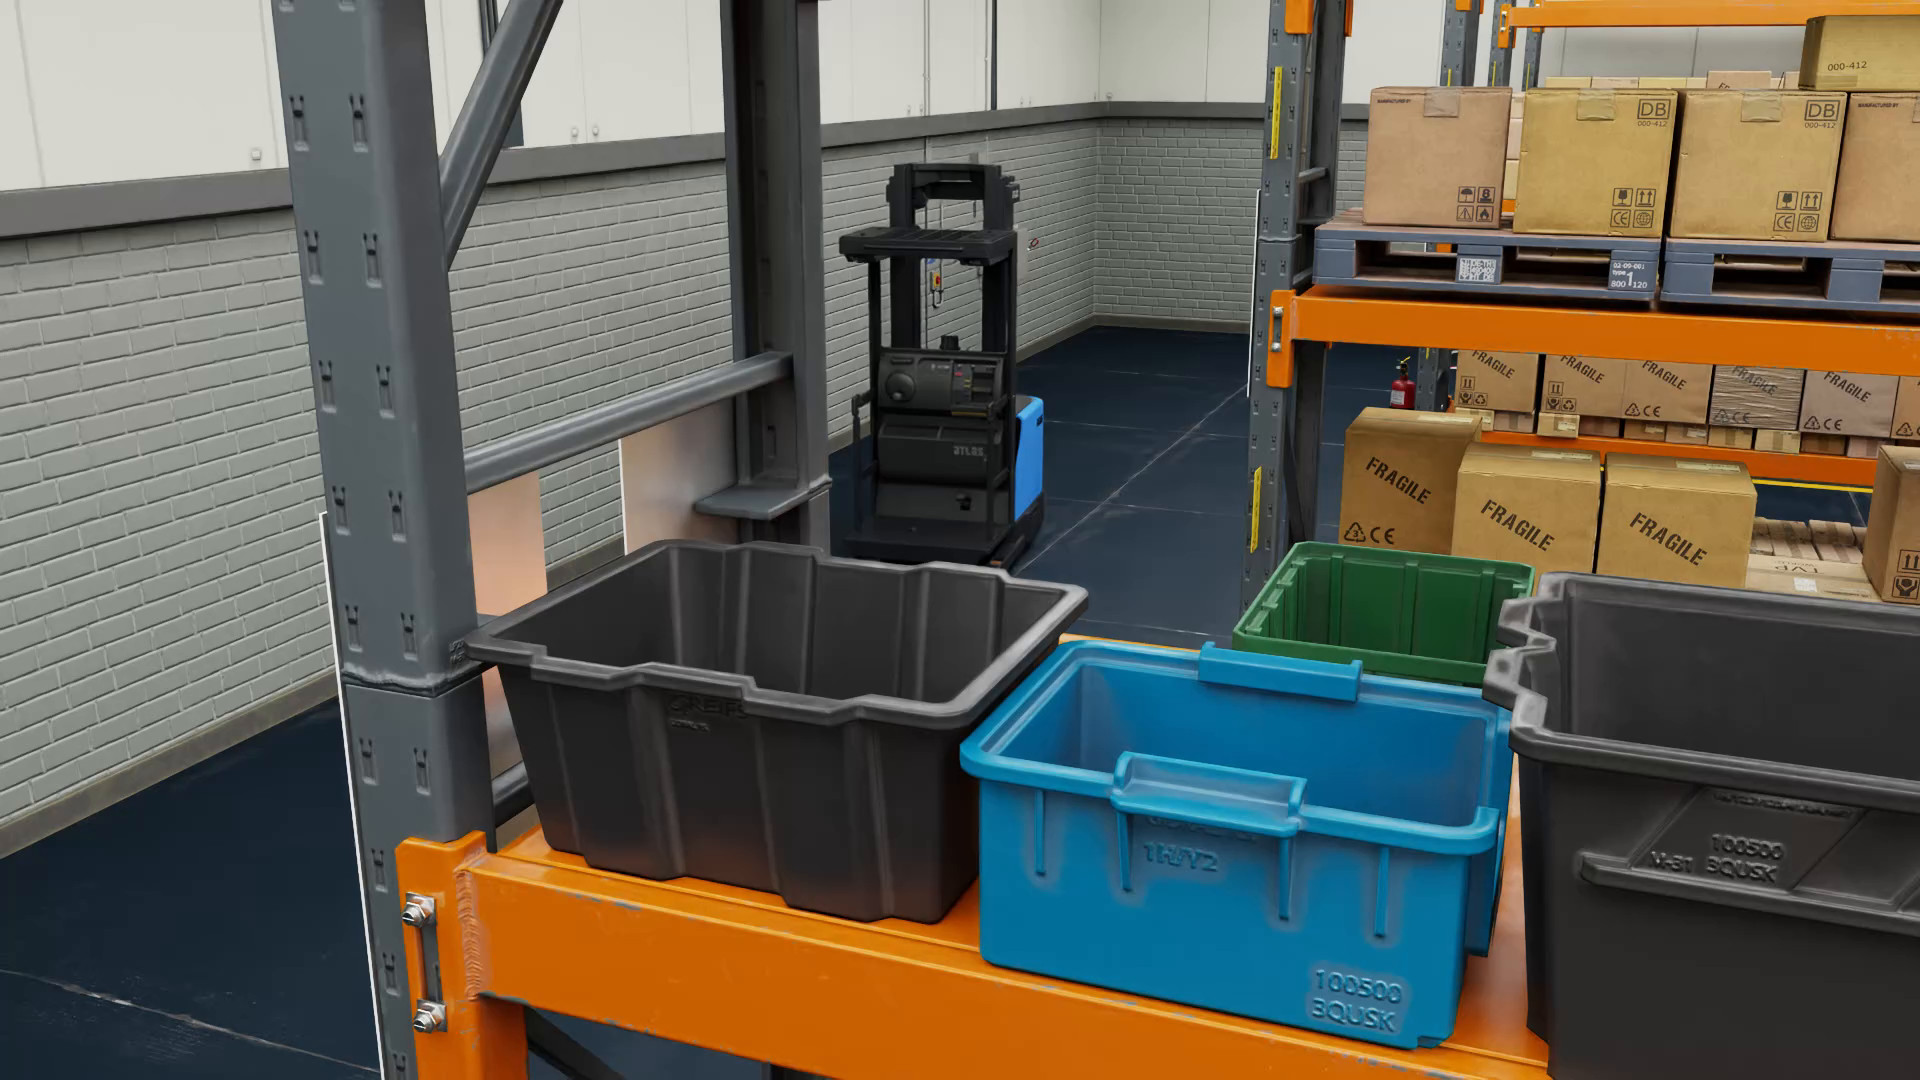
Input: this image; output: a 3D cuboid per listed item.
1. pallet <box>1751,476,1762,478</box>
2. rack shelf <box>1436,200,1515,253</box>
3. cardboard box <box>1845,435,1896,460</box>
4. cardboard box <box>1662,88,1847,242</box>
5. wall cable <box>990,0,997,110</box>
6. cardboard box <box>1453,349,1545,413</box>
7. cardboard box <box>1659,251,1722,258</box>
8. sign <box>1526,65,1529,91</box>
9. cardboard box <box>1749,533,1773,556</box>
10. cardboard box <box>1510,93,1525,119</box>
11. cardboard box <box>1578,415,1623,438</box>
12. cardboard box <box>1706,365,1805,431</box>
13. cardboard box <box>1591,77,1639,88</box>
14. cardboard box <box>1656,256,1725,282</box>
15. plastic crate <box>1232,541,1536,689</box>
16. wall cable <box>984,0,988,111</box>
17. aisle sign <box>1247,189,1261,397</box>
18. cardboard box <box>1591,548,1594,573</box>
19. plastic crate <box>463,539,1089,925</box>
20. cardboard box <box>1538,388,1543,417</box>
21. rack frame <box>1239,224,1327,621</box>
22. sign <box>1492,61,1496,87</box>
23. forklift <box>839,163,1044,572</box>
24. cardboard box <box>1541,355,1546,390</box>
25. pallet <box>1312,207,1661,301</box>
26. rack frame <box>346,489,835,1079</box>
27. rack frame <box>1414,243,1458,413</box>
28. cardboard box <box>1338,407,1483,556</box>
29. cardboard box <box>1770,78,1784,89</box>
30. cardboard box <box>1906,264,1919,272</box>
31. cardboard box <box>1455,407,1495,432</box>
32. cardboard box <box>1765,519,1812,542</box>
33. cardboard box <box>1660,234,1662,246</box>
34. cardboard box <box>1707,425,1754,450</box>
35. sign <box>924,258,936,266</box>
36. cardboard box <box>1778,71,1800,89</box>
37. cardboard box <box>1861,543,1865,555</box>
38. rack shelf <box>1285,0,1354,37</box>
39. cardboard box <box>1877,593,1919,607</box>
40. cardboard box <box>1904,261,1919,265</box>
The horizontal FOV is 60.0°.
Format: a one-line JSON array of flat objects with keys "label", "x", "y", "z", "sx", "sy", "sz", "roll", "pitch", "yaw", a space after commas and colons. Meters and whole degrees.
[{"label": "pallet", "x": 6.907, "y": -0.851, "z": 15.727, "sx": 1.213, "sy": 0.211, "sz": 1.003, "roll": 6, "pitch": 17, "yaw": 21}, {"label": "rack shelf", "x": 5.141, "y": -1.973, "z": 10.501, "sx": 4.000, "sy": 0.370, "sz": 1.077, "roll": 6, "pitch": 17, "yaw": 21}, {"label": "cardboard box", "x": 5.650, "y": -0.615, "z": 10.364, "sx": 0.250, "sy": 0.149, "sz": 0.380, "roll": 5, "pitch": 17, "yaw": 18}, {"label": "cardboard box", "x": 2.848, "y": -1.377, "z": 6.043, "sx": 0.500, "sy": 0.500, "sz": 0.700, "roll": 5, "pitch": 17, "yaw": 17}, {"label": "wall cable", "x": 0.944, "y": -6.698, "z": 20.039, "sx": 0.133, "sy": 3.039, "sz": 2.988, "roll": 6, "pitch": 17, "yaw": 21}, {"label": "cardboard box", "x": 3.597, "y": -1.156, "z": 11.063, "sx": 0.500, "sy": 0.500, "sz": 0.500, "roll": 7, "pitch": 18, "yaw": 23}, {"label": "cardboard box", "x": 4.756, "y": -1.669, "z": 11.036, "sx": 0.500, "sy": 0.500, "sz": 0.500, "roll": 7, "pitch": 18, "yaw": 23}, {"label": "sign", "x": 6.622, "y": -5.384, "z": 19.392, "sx": 0.005, "sy": 0.325, "sz": 0.100, "roll": 6, "pitch": 17, "yaw": 21}, {"label": "cardboard box", "x": 5.144, "y": 0.071, "z": 10.842, "sx": 0.250, "sy": 0.149, "sz": 0.380, "roll": 6, "pitch": 17, "yaw": 21}, {"label": "cardboard box", "x": 3.499, "y": -2.791, "z": 10.684, "sx": 0.250, "sy": 0.149, "sz": 0.380, "roll": 6, "pitch": 17, "yaw": 20}, {"label": "cardboard box", "x": 4.236, "y": -0.796, "z": 10.987, "sx": 0.250, "sy": 0.149, "sz": 0.380, "roll": 7, "pitch": 18, "yaw": 23}, {"label": "cardboard box", "x": 5.032, "y": -1.004, "z": 10.539, "sx": 0.500, "sy": 0.500, "sz": 0.500, "roll": 6, "pitch": 17, "yaw": 19}, {"label": "cardboard box", "x": 7.608, "y": -5.249, "z": 19.332, "sx": 0.500, "sy": 0.250, "sz": 0.500, "roll": 6, "pitch": 17, "yaw": 20}, {"label": "cardboard box", "x": 4.549, "y": -1.530, "z": 10.558, "sx": 0.500, "sy": 0.500, "sz": 0.500, "roll": 6, "pitch": 17, "yaw": 19}, {"label": "plastic crate", "x": 0.572, "y": 0.166, "z": 2.222, "sx": 0.336, "sy": 0.188, "sz": 0.450, "roll": 6, "pitch": 17, "yaw": 21}, {"label": "wall cable", "x": -0.113, "y": -5.962, "z": 17.569, "sx": 0.029, "sy": 3.000, "sz": 2.355, "roll": 6, "pitch": 17, "yaw": 21}, {"label": "aisle sign", "x": 1.190, "y": -0.985, "z": 6.523, "sx": 0.004, "sy": 0.787, "sz": 0.394, "roll": 6, "pitch": 17, "yaw": 21}, {"label": "cardboard box", "x": 2.387, "y": 0.155, "z": 6.995, "sx": 0.500, "sy": 0.250, "sz": 0.500, "roll": 6, "pitch": 17, "yaw": 20}, {"label": "plastic crate", "x": -0.194, "y": 0.212, "z": 1.919, "sx": 0.590, "sy": 0.269, "sz": 0.497, "roll": 6, "pitch": 17, "yaw": 21}, {"label": "cardboard box", "x": 4.144, "y": -0.945, "z": 11.500, "sx": 0.250, "sy": 0.149, "sz": 0.380, "roll": 6, "pitch": 17, "yaw": 20}, {"label": "rack frame", "x": 1.367, "y": 0.193, "z": 7.128, "sx": 0.127, "sy": 3.000, "sz": 1.000, "roll": 6, "pitch": 17, "yaw": 21}, {"label": "sign", "x": 4.794, "y": -4.132, "z": 14.937, "sx": 0.005, "sy": 0.325, "sz": 0.100, "roll": 6, "pitch": 17, "yaw": 21}, {"label": "forklift", "x": -0.195, "y": -1.161, "z": 11.915, "sx": 1.130, "sy": 2.935, "sz": 3.031, "roll": 4, "pitch": 17, "yaw": 14}, {"label": "cardboard box", "x": 3.793, "y": -1.295, "z": 11.540, "sx": 0.500, "sy": 0.500, "sz": 0.500, "roll": 7, "pitch": 17, "yaw": 22}, {"label": "pallet", "x": 2.061, "y": -1.132, "z": 6.470, "sx": 1.213, "sy": 0.211, "sz": 1.003, "roll": 6, "pitch": 17, "yaw": 21}, {"label": "rack frame", "x": -0.450, "y": 1.478, "z": 2.703, "sx": 0.127, "sy": 3.000, "sz": 1.000, "roll": 6, "pitch": 17, "yaw": 21}, {"label": "rack frame", "x": 3.281, "y": -1.083, "z": 11.524, "sx": 0.127, "sy": 3.000, "sz": 1.000, "roll": 6, "pitch": 17, "yaw": 21}, {"label": "cardboard box", "x": 1.917, "y": -0.256, "z": 7.066, "sx": 0.500, "sy": 0.500, "sz": 0.500, "roll": 7, "pitch": 17, "yaw": 21}, {"label": "cardboard box", "x": 9.040, "y": -5.100, "z": 18.819, "sx": 0.500, "sy": 0.250, "sz": 0.500, "roll": 7, "pitch": 17, "yaw": 22}, {"label": "cardboard box", "x": 5.983, "y": -1.374, "z": 10.021, "sx": 0.500, "sy": 0.500, "sz": 0.500, "roll": 6, "pitch": 17, "yaw": 19}, {"label": "cardboard box", "x": 3.462, "y": -0.844, "z": 11.152, "sx": 0.250, "sy": 0.149, "sz": 0.380, "roll": 6, "pitch": 17, "yaw": 20}, {"label": "cardboard box", "x": 5.528, "y": -0.012, "z": 11.128, "sx": 0.250, "sy": 0.149, "sz": 0.380, "roll": 6, "pitch": 17, "yaw": 18}, {"label": "cardboard box", "x": 6.310, "y": -2.681, "z": 15.054, "sx": 0.500, "sy": 0.500, "sz": 0.500, "roll": 6, "pitch": 17, "yaw": 20}, {"label": "cardboard box", "x": 4.932, "y": -0.698, "z": 10.648, "sx": 0.250, "sy": 0.149, "sz": 0.380, "roll": 7, "pitch": 18, "yaw": 23}, {"label": "sign", "x": -0.325, "y": -3.071, "z": 17.888, "sx": 0.001, "sy": 0.218, "sz": 0.327, "roll": 6, "pitch": 17, "yaw": 21}, {"label": "cardboard box", "x": 7.458, "y": -3.837, "z": 14.513, "sx": 0.637, "sy": 0.503, "sz": 0.797, "roll": 8, "pitch": 18, "yaw": 25}, {"label": "cardboard box", "x": 5.876, "y": 0.153, "z": 10.560, "sx": 0.250, "sy": 0.149, "sz": 0.380, "roll": 7, "pitch": 18, "yaw": 22}, {"label": "rack shelf", "x": 3.228, "y": -1.946, "z": 5.743, "sx": 4.000, "sy": 0.370, "sz": 1.077, "roll": 6, "pitch": 17, "yaw": 21}, {"label": "cardboard box", "x": 3.802, "y": 0.312, "z": 6.455, "sx": 0.500, "sy": 0.250, "sz": 0.500, "roll": 7, "pitch": 17, "yaw": 22}, {"label": "cardboard box", "x": 6.184, "y": -1.503, "z": 10.465, "sx": 0.500, "sy": 0.500, "sz": 0.500, "roll": 6, "pitch": 17, "yaw": 19}]
